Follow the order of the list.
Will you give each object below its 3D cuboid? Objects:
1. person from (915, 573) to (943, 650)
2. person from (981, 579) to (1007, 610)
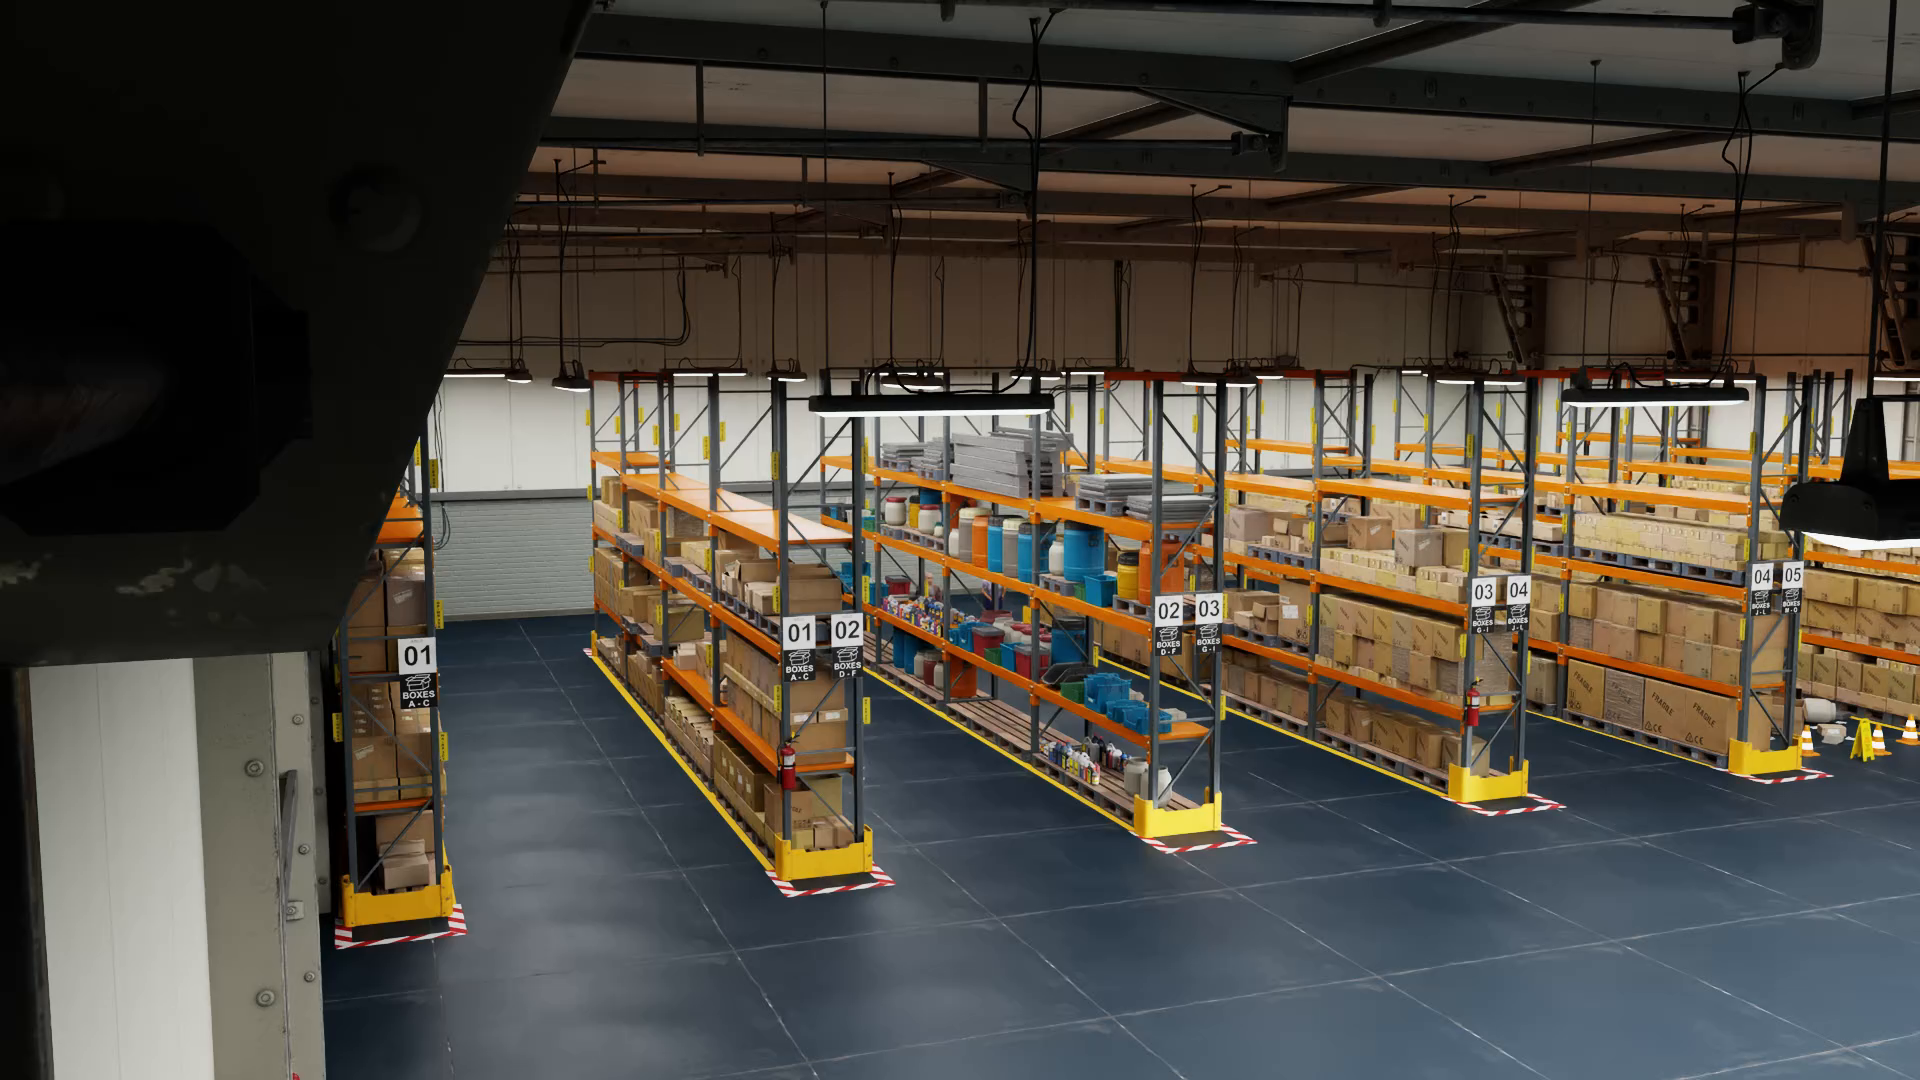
[{"bbox_3d":[-0.622,1.548,35.008,0.597,1.726,1.160,-5,8,-35],"label":"person"},{"bbox_3d":[0.756,1.383,37.478,0.611,1.550,0.748,-1,6,-10],"label":"person"}]
